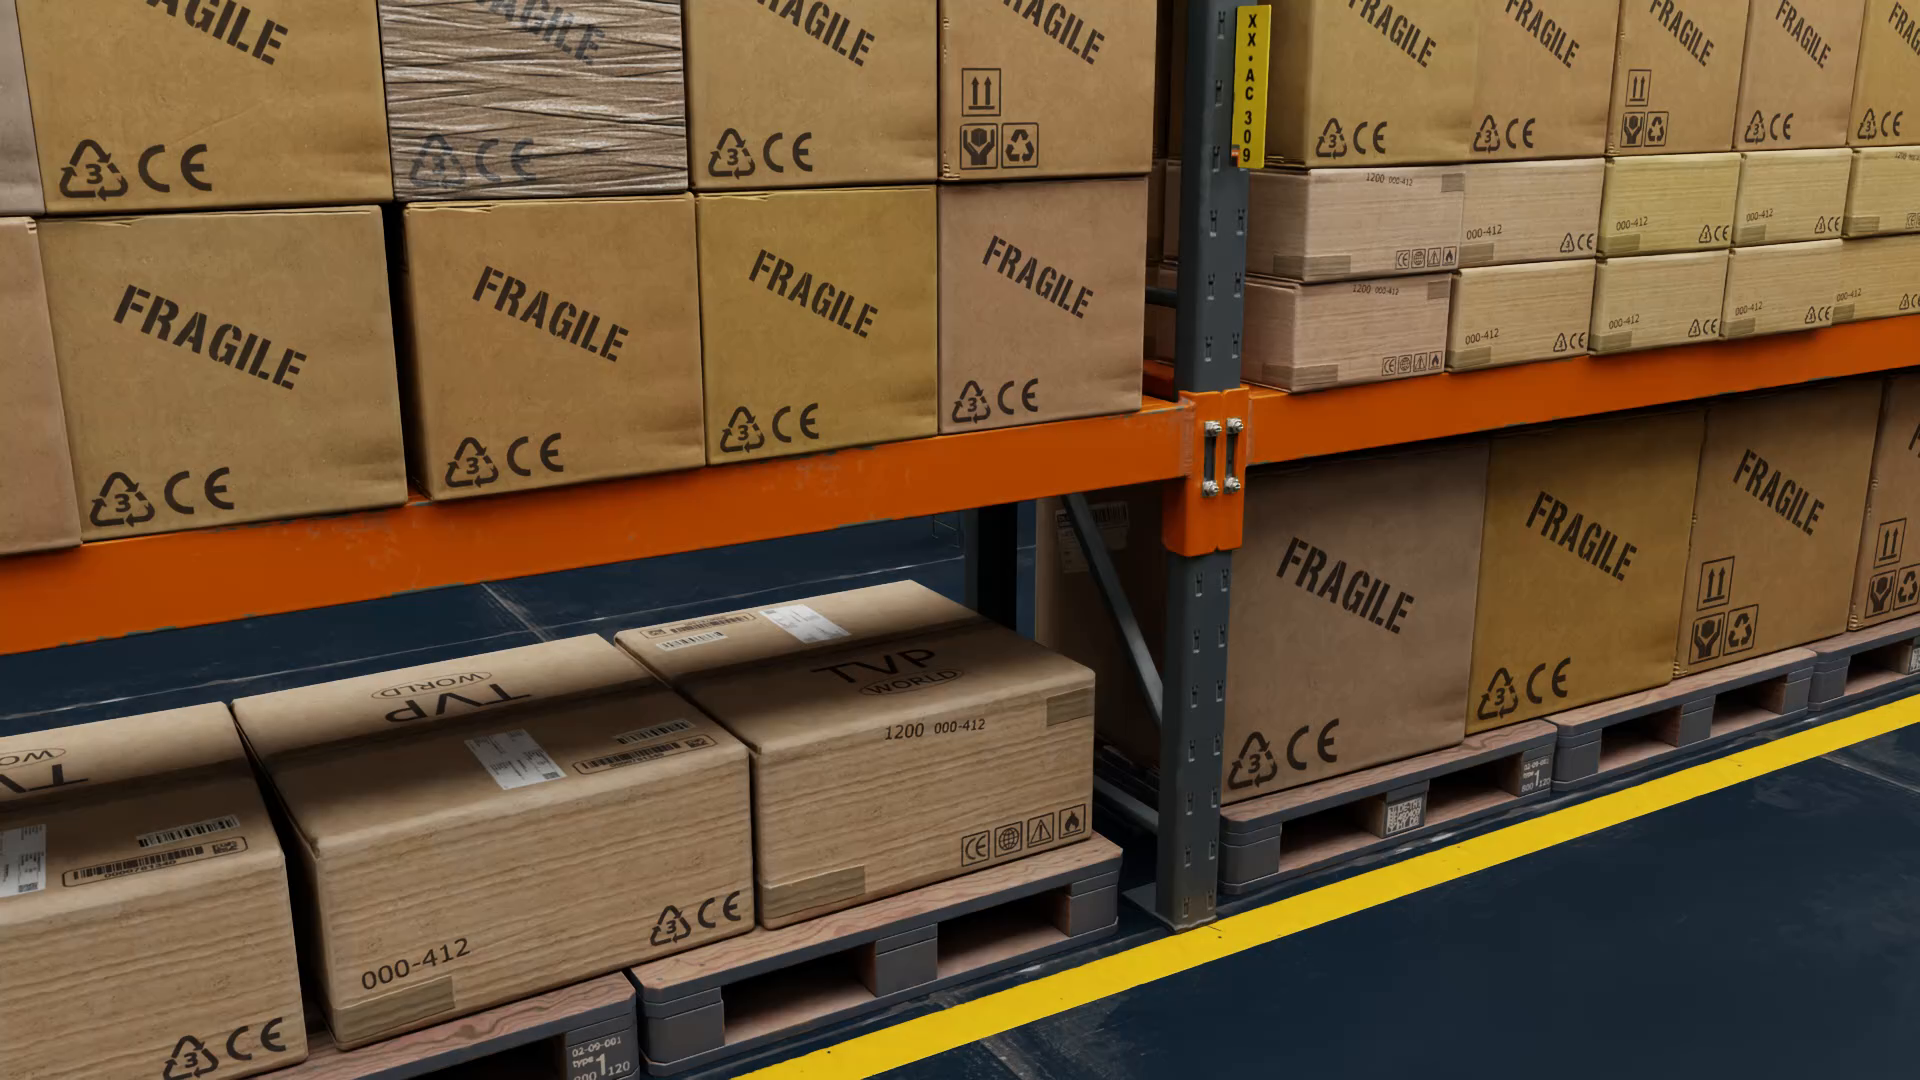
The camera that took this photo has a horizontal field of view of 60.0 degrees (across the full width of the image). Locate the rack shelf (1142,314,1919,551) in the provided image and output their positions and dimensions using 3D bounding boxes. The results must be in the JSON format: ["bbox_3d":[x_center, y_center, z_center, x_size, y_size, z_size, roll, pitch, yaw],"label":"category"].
[{"bbox_3d":[2.032,-0.547,5.137,4.000,0.370,1.077,-9,18,-30],"label":"rack shelf"}]

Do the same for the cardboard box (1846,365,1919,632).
[{"bbox_3d":[3.112,-0.274,5.987,0.875,0.875,0.875,-9,18,-30],"label":"cardboard box"}]

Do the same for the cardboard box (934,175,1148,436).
[{"bbox_3d":[0.052,-0.540,3.593,0.500,0.500,0.500,-9,18,-29],"label":"cardboard box"}]

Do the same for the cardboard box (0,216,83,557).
[{"bbox_3d":[-1.687,-0.251,2.563,0.500,0.500,0.500,-9,18,-30],"label":"cardboard box"}]

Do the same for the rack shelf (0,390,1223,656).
[{"bbox_3d":[-1.396,0.009,3.153,4.000,0.370,1.077,-9,18,-30],"label":"rack shelf"}]

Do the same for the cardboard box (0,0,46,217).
[{"bbox_3d":[-1.676,-0.737,2.442,0.500,0.500,0.500,-9,18,-30],"label":"cardboard box"}]

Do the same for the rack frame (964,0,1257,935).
[{"bbox_3d":[0.318,-0.615,4.048,0.127,3.000,1.000,-9,18,-30],"label":"rack frame"}]

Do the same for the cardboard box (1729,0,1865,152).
[{"bbox_3d":[2.136,-1.359,4.664,0.500,0.500,0.500,-10,18,-31],"label":"cardboard box"}]

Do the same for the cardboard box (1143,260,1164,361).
[{"bbox_3d":[0.573,-0.664,4.498,0.500,0.250,0.500,-10,18,-31],"label":"cardboard box"}]

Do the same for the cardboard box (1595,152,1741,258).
[{"bbox_3d":[1.719,-0.923,4.496,0.500,0.250,0.500,-9,18,-29],"label":"cardboard box"}]

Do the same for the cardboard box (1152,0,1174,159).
[{"bbox_3d":[0.572,-1.265,4.328,0.500,0.500,0.500,-9,18,-28],"label":"cardboard box"}]

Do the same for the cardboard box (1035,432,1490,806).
[{"bbox_3d":[0.808,0.101,4.651,0.875,0.875,0.875,-9,18,-28],"label":"cardboard box"}]

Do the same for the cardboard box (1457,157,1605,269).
[{"bbox_3d":[1.273,-0.859,4.268,0.500,0.250,0.500,-9,18,-29],"label":"cardboard box"}]

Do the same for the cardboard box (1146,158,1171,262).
[{"bbox_3d":[0.571,-0.901,4.420,0.500,0.250,0.500,-9,18,-30],"label":"cardboard box"}]

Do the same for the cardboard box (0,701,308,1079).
[{"bbox_3d":[-1.816,0.728,3.224,0.875,0.438,0.875,-9,18,-28],"label":"cardboard box"}]

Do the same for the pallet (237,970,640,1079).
[{"bbox_3d":[-1.421,0.986,3.503,1.213,0.211,1.003,-9,18,-30],"label":"pallet"}]

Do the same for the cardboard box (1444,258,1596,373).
[{"bbox_3d":[1.274,-0.616,4.326,0.500,0.250,0.500,-10,18,-31],"label":"cardboard box"}]

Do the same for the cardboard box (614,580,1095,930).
[{"bbox_3d":[-0.276,0.479,4.114,0.875,0.438,0.875,-10,18,-31],"label":"cardboard box"}]

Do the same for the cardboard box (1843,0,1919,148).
[{"bbox_3d":[2.574,-1.428,4.908,0.500,0.500,0.500,-9,18,-30],"label":"cardboard box"}]

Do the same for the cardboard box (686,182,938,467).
[{"bbox_3d":[-0.386,-0.467,3.334,0.500,0.500,0.500,-10,18,-31],"label":"cardboard box"}]

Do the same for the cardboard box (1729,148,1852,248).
[{"bbox_3d":[2.151,-0.994,4.748,0.500,0.250,0.500,-10,18,-31],"label":"cardboard box"}]

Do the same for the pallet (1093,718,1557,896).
[{"bbox_3d":[0.941,0.603,4.869,1.213,0.211,1.003,-9,18,-30],"label":"pallet"}]

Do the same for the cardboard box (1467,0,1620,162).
[{"bbox_3d":[1.265,-1.217,4.155,0.500,0.500,0.500,-9,18,-30],"label":"cardboard box"}]

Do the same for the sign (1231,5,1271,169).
[{"bbox_3d":[0.605,-0.942,3.463,0.005,0.325,0.100,-9,18,-30],"label":"sign"}]

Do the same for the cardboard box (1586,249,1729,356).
[{"bbox_3d":[1.721,-0.683,4.567,0.500,0.250,0.500,-9,18,-30],"label":"cardboard box"}]

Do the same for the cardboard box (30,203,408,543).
[{"bbox_3d":[-1.266,-0.325,2.825,0.500,0.500,0.500,-9,18,-28],"label":"cardboard box"}]

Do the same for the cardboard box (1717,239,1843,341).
[{"bbox_3d":[2.155,-0.750,4.807,0.500,0.250,0.500,-10,18,-31],"label":"cardboard box"}]

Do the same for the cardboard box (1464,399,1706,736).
[{"bbox_3d":[1.578,-0.027,5.106,0.875,0.875,0.875,-9,18,-28],"label":"cardboard box"}]

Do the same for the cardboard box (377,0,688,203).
[{"bbox_3d":[-0.815,-0.874,2.932,0.500,0.500,0.500,-9,18,-29],"label":"cardboard box"}]

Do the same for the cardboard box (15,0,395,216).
[{"bbox_3d":[-1.249,-0.806,2.690,0.500,0.500,0.500,-9,18,-29],"label":"cardboard box"}]

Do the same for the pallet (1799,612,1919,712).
[{"bbox_3d":[3.032,0.263,6.079,1.213,0.211,1.003,-9,18,-30],"label":"pallet"}]

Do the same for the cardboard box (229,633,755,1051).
[{"bbox_3d":[-1.043,0.603,3.670,0.875,0.438,0.875,-10,18,-31],"label":"cardboard box"}]

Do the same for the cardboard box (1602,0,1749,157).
[{"bbox_3d":[1.696,-1.286,4.402,0.500,0.500,0.500,-10,18,-31],"label":"cardboard box"}]

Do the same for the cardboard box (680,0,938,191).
[{"bbox_3d":[-0.383,-0.947,3.192,0.500,0.500,0.500,-10,18,-31],"label":"cardboard box"}]

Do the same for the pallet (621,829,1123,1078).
[{"bbox_3d":[-0.374,0.815,4.112,1.213,0.211,1.003,-9,18,-30],"label":"pallet"}]

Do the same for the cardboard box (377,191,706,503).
[{"bbox_3d":[-0.810,-0.394,3.072,0.500,0.500,0.500,-10,18,-31],"label":"cardboard box"}]

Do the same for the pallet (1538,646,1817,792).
[{"bbox_3d":[1.987,0.432,5.478,1.213,0.211,1.003,-9,18,-30],"label":"pallet"}]

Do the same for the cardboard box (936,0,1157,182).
[{"bbox_3d":[0.056,-1.015,3.437,0.500,0.500,0.500,-9,18,-30],"label":"cardboard box"}]

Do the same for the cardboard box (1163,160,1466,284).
[{"bbox_3d":[0.840,-0.780,3.986,0.500,0.250,0.500,-10,18,-31],"label":"cardboard box"}]

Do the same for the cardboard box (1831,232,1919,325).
[{"bbox_3d":[2.577,-0.828,5.084,0.500,0.250,0.500,-9,18,-30],"label":"cardboard box"}]

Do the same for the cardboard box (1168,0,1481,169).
[{"bbox_3d":[0.843,-1.140,3.880,0.500,0.500,0.500,-9,18,-29],"label":"cardboard box"}]

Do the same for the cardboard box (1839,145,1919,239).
[{"bbox_3d":[2.596,-1.066,5.006,0.500,0.250,0.500,-10,18,-31],"label":"cardboard box"}]

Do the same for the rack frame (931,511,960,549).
[{"bbox_3d":[-0.066,-0.567,7.210,0.006,1.200,0.240,-9,18,-30],"label":"rack frame"}]

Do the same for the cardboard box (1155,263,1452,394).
[{"bbox_3d":[0.831,-0.543,4.068,0.500,0.250,0.500,-10,18,-31],"label":"cardboard box"}]

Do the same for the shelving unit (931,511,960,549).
[{"bbox_3d":[0.012,-0.580,7.255,0.189,1.200,0.258,-9,18,-30],"label":"shelving unit"}]

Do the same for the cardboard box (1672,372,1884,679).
[{"bbox_3d":[2.345,-0.151,5.549,0.875,0.875,0.875,-9,18,-29],"label":"cardboard box"}]
